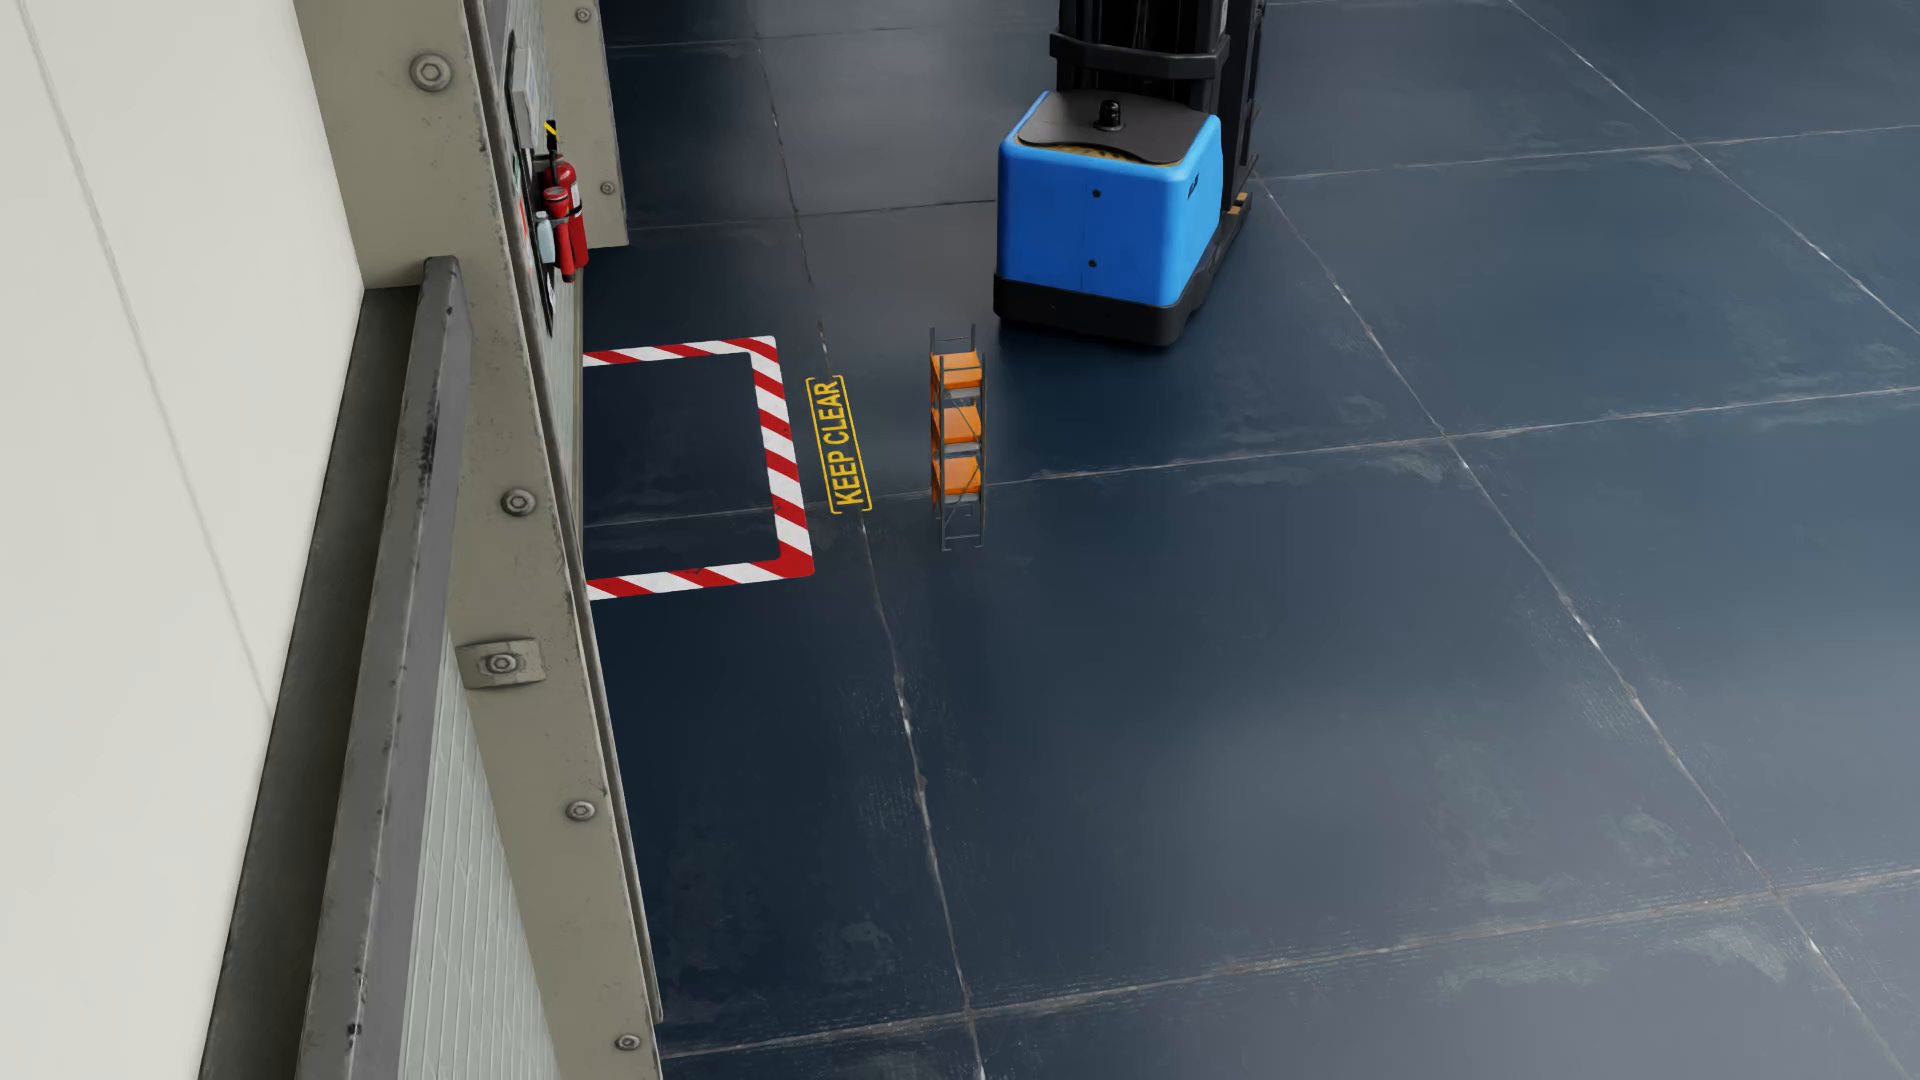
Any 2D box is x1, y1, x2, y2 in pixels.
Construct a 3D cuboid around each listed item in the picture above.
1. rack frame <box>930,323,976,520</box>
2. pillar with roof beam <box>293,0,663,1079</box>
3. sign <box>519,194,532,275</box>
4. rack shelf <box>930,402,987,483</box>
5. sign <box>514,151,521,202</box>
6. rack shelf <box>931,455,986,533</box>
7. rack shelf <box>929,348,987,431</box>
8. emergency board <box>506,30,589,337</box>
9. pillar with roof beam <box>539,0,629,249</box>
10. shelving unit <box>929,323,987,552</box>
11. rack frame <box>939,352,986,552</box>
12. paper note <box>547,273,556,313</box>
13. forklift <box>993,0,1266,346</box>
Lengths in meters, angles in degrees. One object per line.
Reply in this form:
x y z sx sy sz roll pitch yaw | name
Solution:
-0.031 -0.521 7.564 0.200 1.050 0.008 -6 38 -8 | rack frame
3.103 -2.277 3.346 9.100 9.000 0.400 -6 38 -8 | pillar with roof beam
-1.796 -1.242 6.874 0.001 0.329 0.234 -6 38 -8 | sign
-0.009 -0.439 7.476 0.215 0.259 0.240 -6 38 -8 | rack shelf
-1.788 -1.455 6.716 0.001 0.109 0.331 -6 38 -8 | sign
-0.009 -0.219 7.647 0.215 0.259 0.240 -6 38 -8 | rack shelf
-0.009 -0.663 7.302 0.215 0.259 0.240 -6 38 -8 | rack shelf
-1.792 -1.573 7.329 0.194 1.169 0.643 -6 38 -8 | emergency board
2.051 -5.901 8.011 9.100 9.000 0.400 -6 38 -8 | pillar with roof beam
-0.009 -0.447 7.470 0.215 1.050 0.252 -6 38 -8 | shelving unit
0.012 -0.373 7.375 0.200 1.050 0.008 -6 38 -8 | rack frame
-1.829 -1.110 7.452 0.016 0.148 0.142 -6 38 -8 | paper note
1.171 -3.110 9.365 1.130 2.935 3.031 13 40 16 | forklift
